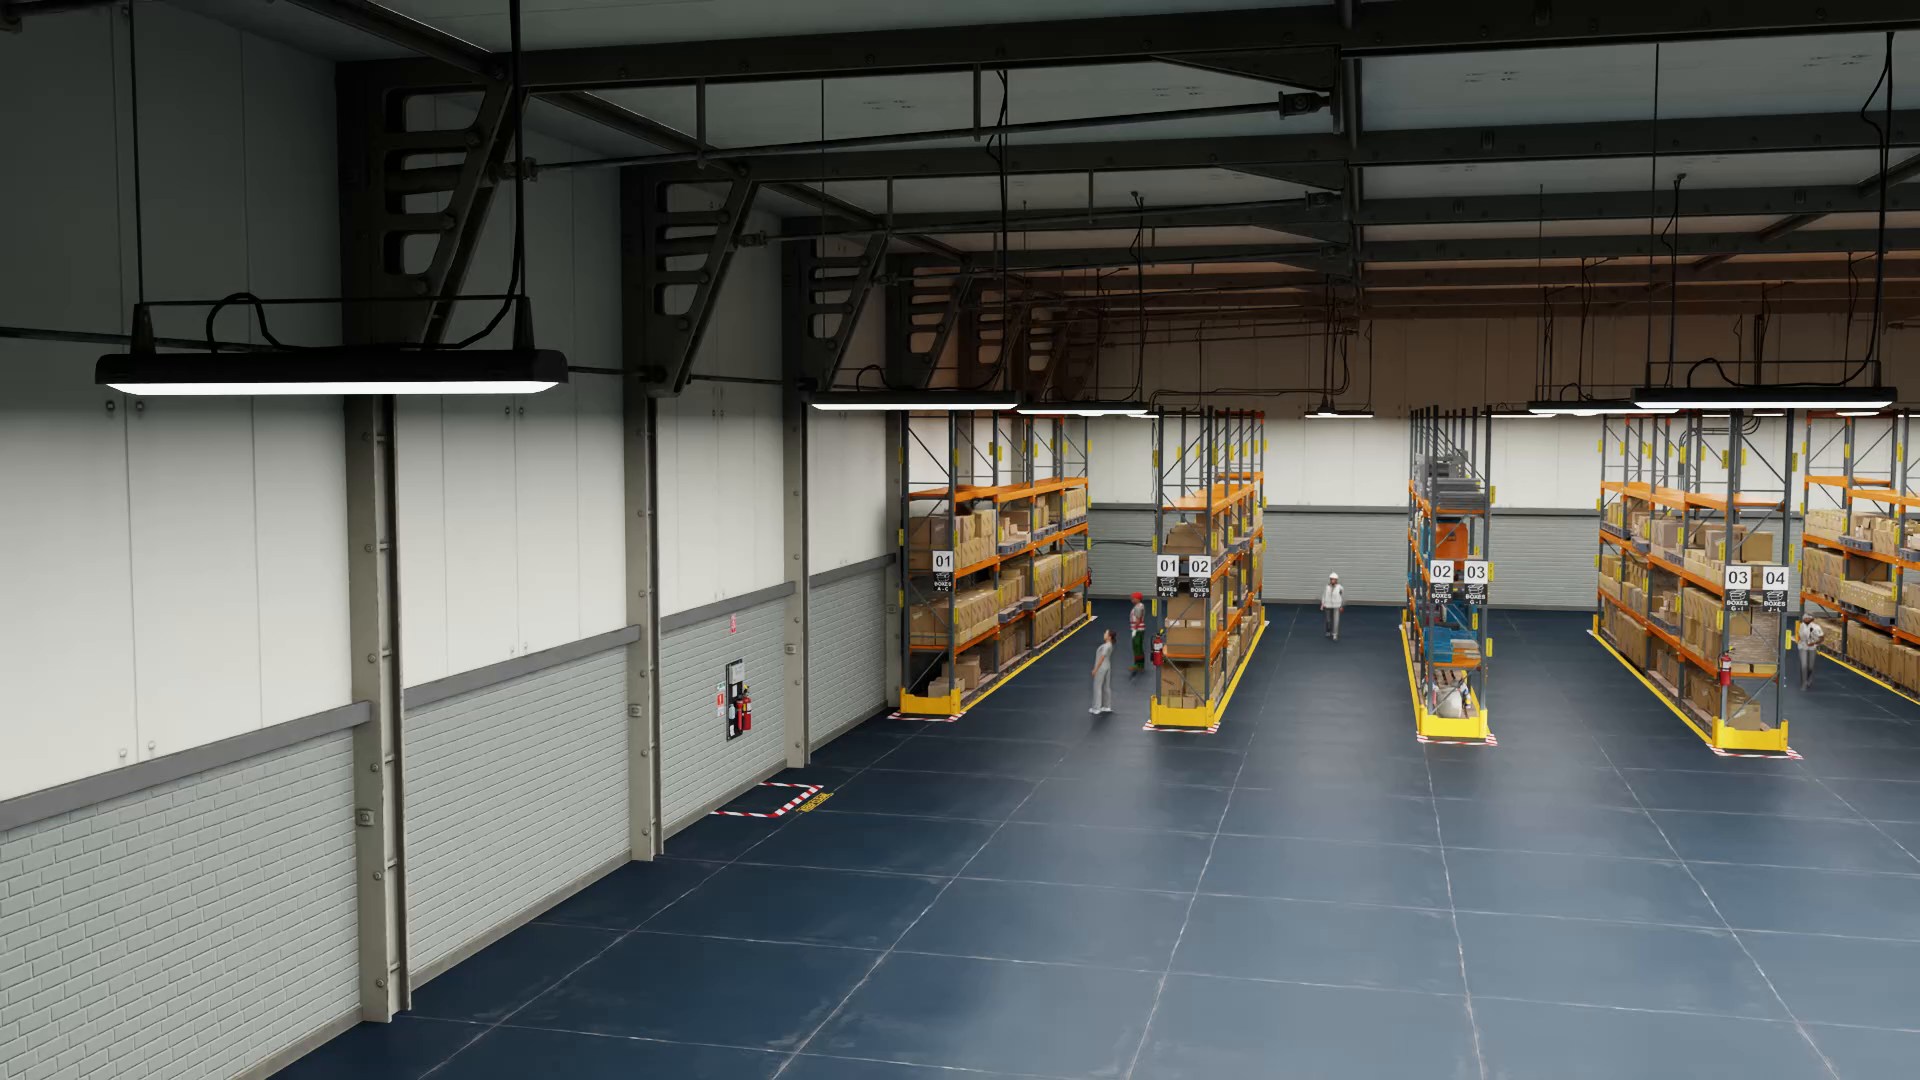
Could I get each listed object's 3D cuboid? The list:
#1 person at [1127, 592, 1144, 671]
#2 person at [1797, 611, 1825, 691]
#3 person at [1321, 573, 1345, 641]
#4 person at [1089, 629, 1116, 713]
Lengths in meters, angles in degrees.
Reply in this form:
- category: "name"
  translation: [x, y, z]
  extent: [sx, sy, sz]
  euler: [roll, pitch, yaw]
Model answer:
- category: "person"
  translation: [4.031, 2.088, 38.078]
  extent: [0.389, 1.804, 0.633]
  euler: [1, 4, 11]
- category: "person"
  translation: [18.165, 2.371, 35.536]
  extent: [0.500, 1.717, 0.722]
  euler: [1, 4, 20]
- category: "person"
  translation: [9.735, 1.740, 43.420]
  extent: [0.616, 1.735, 0.988]
  euler: [1, 4, 11]
- category: "person"
  translation: [2.793, 2.566, 32.582]
  extent: [0.472, 1.654, 0.522]
  euler: [3, 5, 31]
